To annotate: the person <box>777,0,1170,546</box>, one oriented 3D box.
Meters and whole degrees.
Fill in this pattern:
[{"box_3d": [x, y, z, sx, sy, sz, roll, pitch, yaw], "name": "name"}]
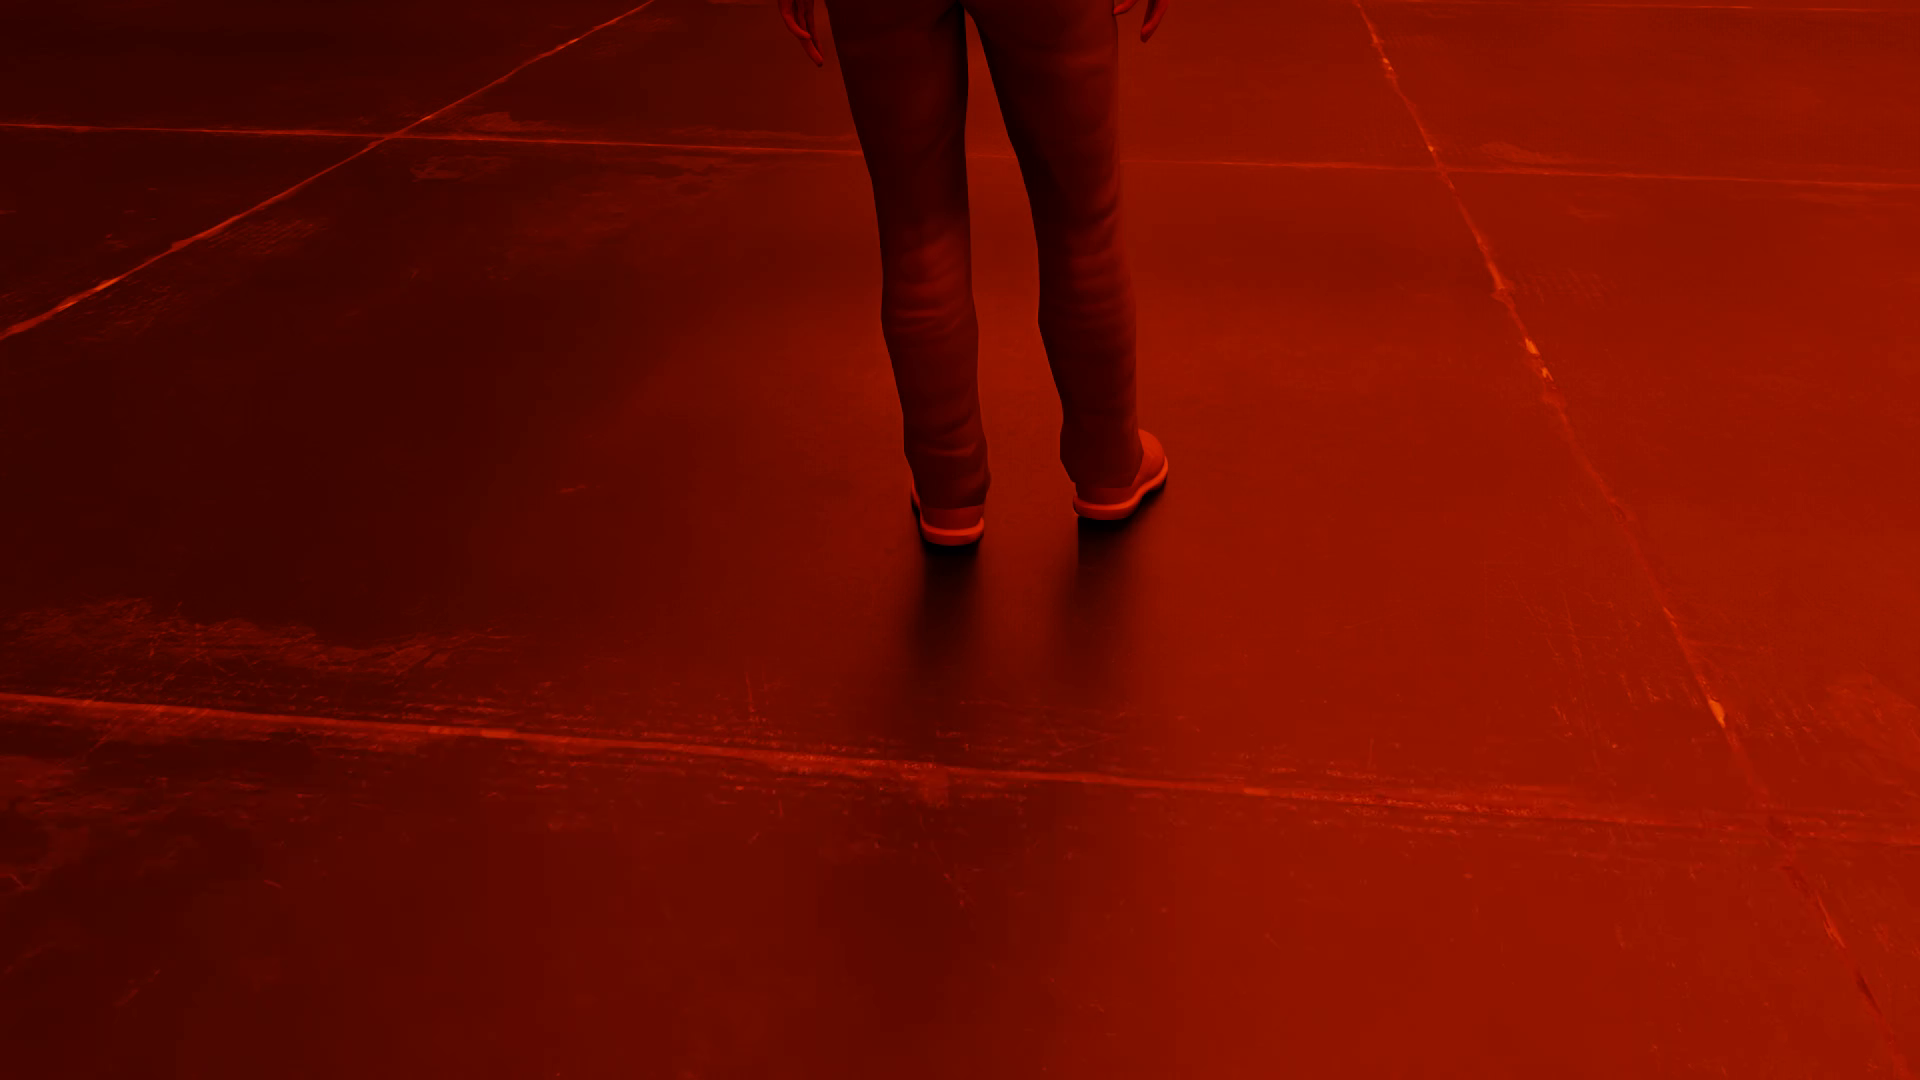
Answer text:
[{"box_3d": [0.031, -0.784, 2.203, 0.569, 1.654, 0.504, 3, 27, 7], "name": "person"}]
